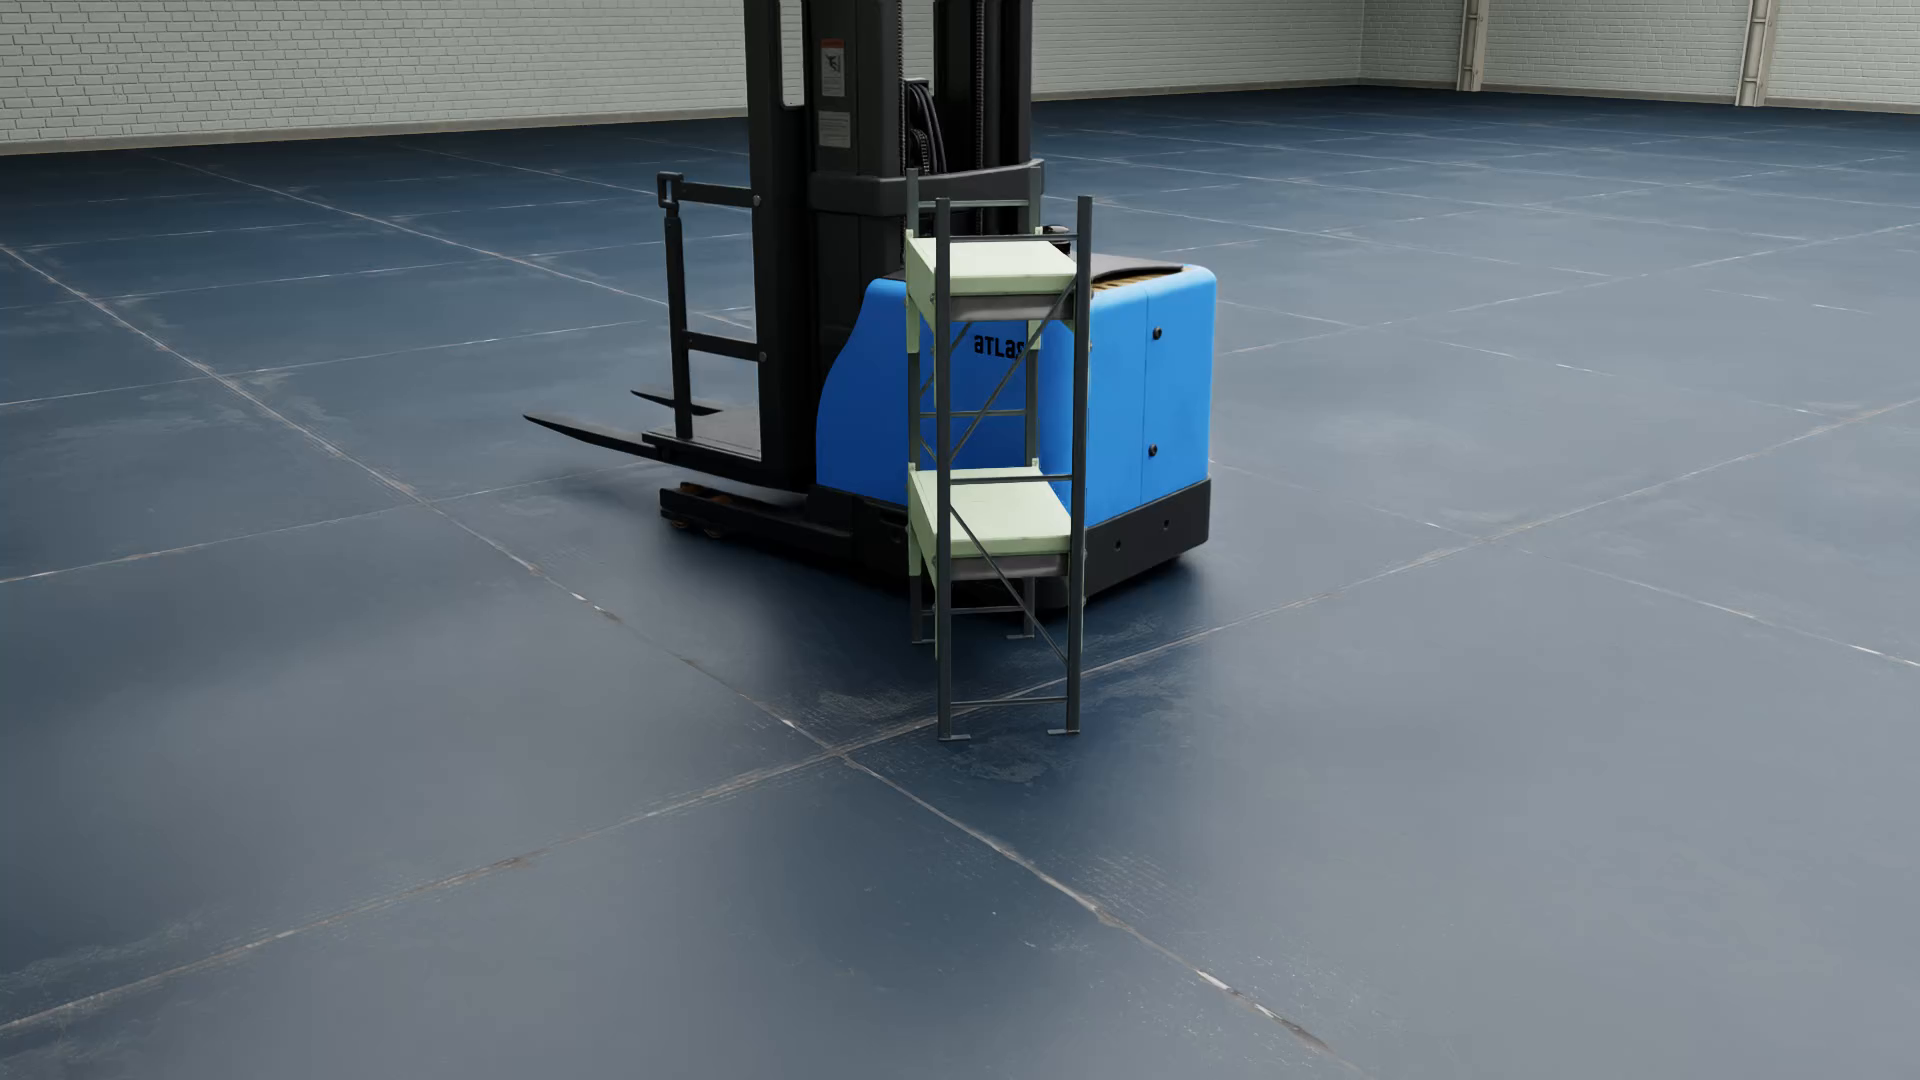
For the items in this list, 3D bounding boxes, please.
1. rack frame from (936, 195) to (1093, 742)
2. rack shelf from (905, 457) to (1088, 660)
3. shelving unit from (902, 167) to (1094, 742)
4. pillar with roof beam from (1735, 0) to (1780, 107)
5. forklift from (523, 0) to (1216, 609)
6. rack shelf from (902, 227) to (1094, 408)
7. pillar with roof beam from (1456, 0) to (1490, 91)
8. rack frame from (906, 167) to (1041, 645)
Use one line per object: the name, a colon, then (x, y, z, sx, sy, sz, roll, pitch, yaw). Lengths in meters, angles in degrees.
rack frame: (0.138, -0.158, 4.454, 0.400, 1.500, 0.023, -2, 18, -7)
rack shelf: (0.089, 0.037, 4.901, 0.431, 0.370, 0.720, -2, 18, -7)
shelving unit: (0.089, -0.272, 4.798, 0.431, 1.500, 0.755, -2, 18, -7)
pillar with roof beam: (10.933, -11.302, 26.178, 9.100, 9.000, 0.400, -14, 23, -36)
forklift: (-0.543, -1.511, 6.262, 3.031, 2.935, 1.130, 14, 23, 37)
rack shelf: (0.089, -0.643, 4.676, 0.431, 0.370, 0.720, -2, 18, -7)
pillar with roof beam: (7.208, -12.780, 30.642, 9.100, 9.000, 0.400, -14, 23, -36)
rack frame: (0.041, -0.386, 5.143, 0.400, 1.500, 0.023, -2, 18, -7)
